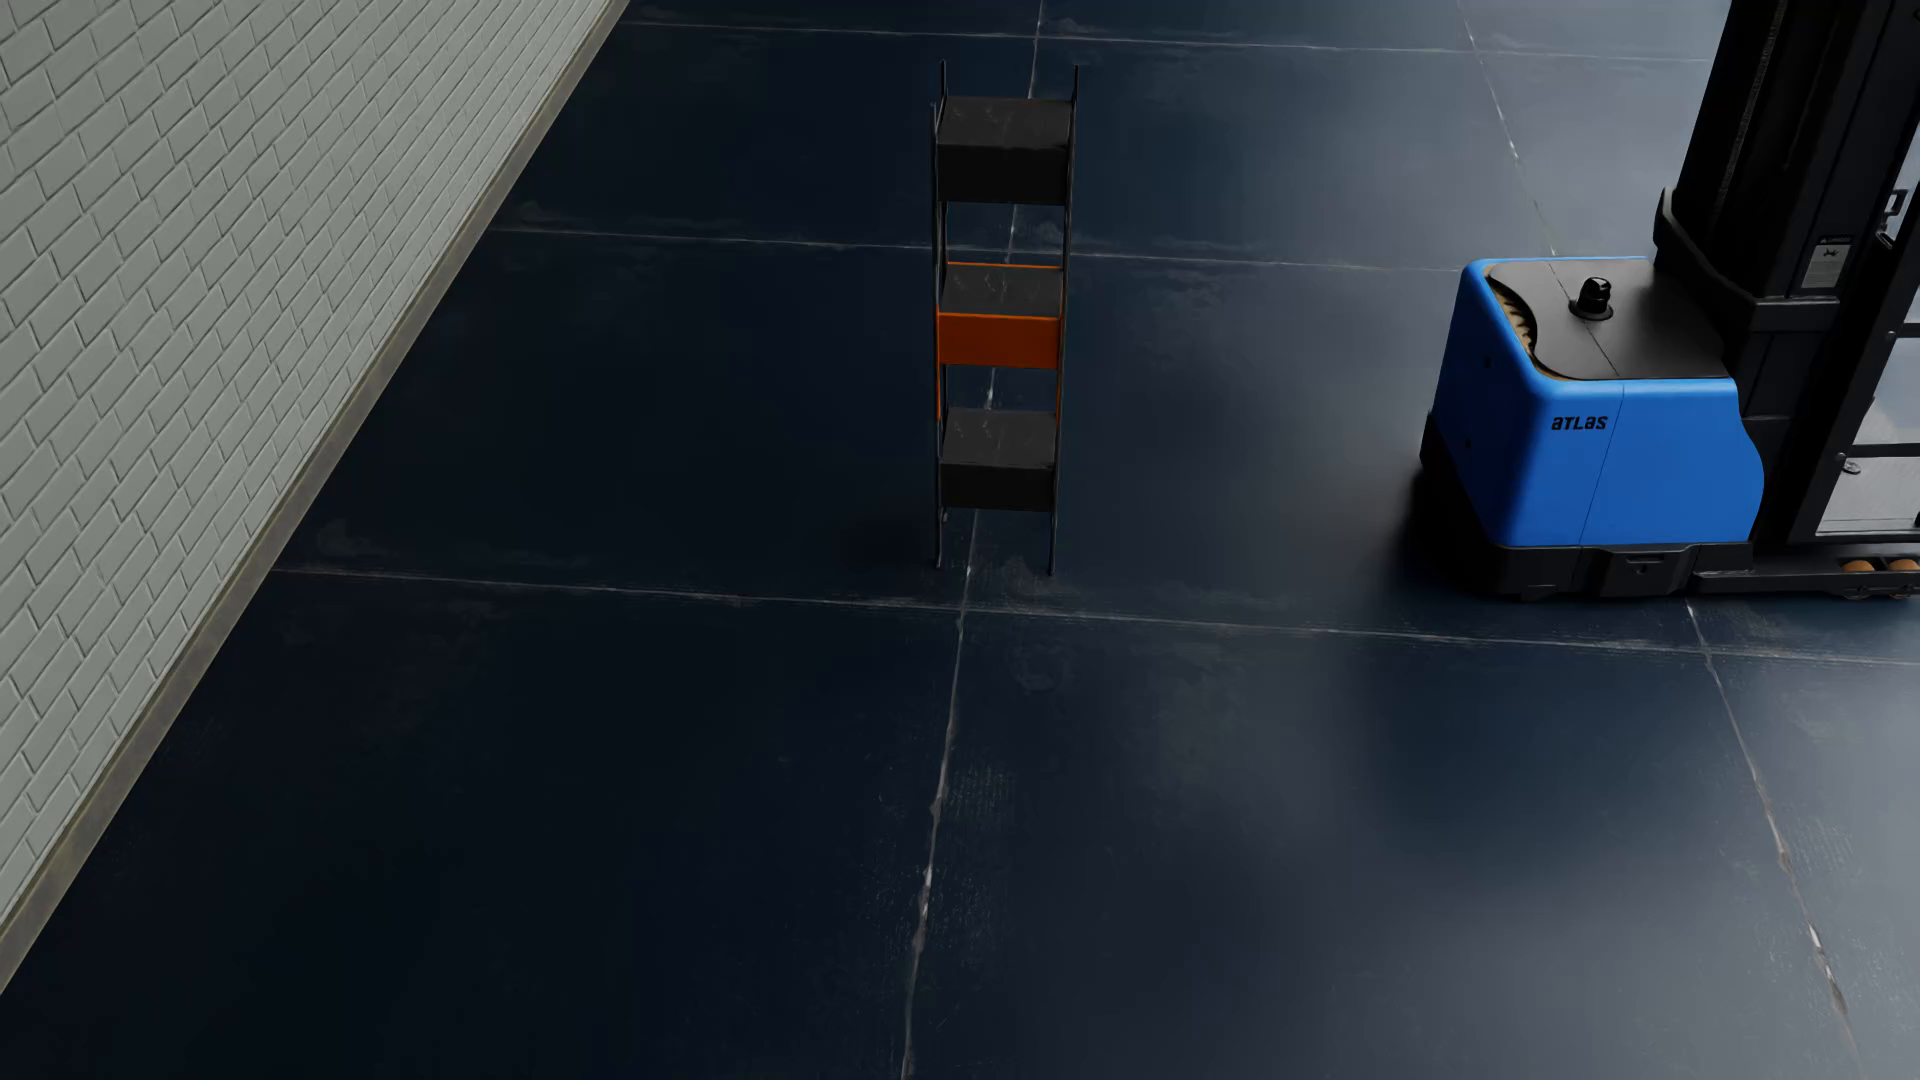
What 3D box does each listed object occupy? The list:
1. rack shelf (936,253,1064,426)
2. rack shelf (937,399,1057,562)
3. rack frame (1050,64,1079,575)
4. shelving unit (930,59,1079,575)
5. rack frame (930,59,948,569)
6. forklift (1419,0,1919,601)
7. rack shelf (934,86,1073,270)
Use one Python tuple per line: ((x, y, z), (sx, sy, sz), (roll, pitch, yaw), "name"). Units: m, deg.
((0.165, -0.795, 6.585), (0.480, 0.518, 0.431), (3, 39, 4), "rack shelf")
((0.165, -0.252, 7.027), (0.480, 0.518, 0.431), (3, 39, 4), "rack shelf")
((0.408, -0.792, 6.560), (0.015, 2.100, 0.400), (3, 39, 4), "rack frame")
((0.165, -0.805, 6.576), (0.503, 2.100, 0.431), (3, 39, 4), "shelving unit")
((-0.078, -0.819, 6.592), (0.015, 2.100, 0.400), (3, 39, 4), "rack frame")
((3.628, -1.223, 6.431), (3.031, 2.935, 1.130), (-1, 39, -2), "forklift")
((0.165, -1.338, 6.143), (0.480, 0.518, 0.431), (3, 39, 4), "rack shelf")
